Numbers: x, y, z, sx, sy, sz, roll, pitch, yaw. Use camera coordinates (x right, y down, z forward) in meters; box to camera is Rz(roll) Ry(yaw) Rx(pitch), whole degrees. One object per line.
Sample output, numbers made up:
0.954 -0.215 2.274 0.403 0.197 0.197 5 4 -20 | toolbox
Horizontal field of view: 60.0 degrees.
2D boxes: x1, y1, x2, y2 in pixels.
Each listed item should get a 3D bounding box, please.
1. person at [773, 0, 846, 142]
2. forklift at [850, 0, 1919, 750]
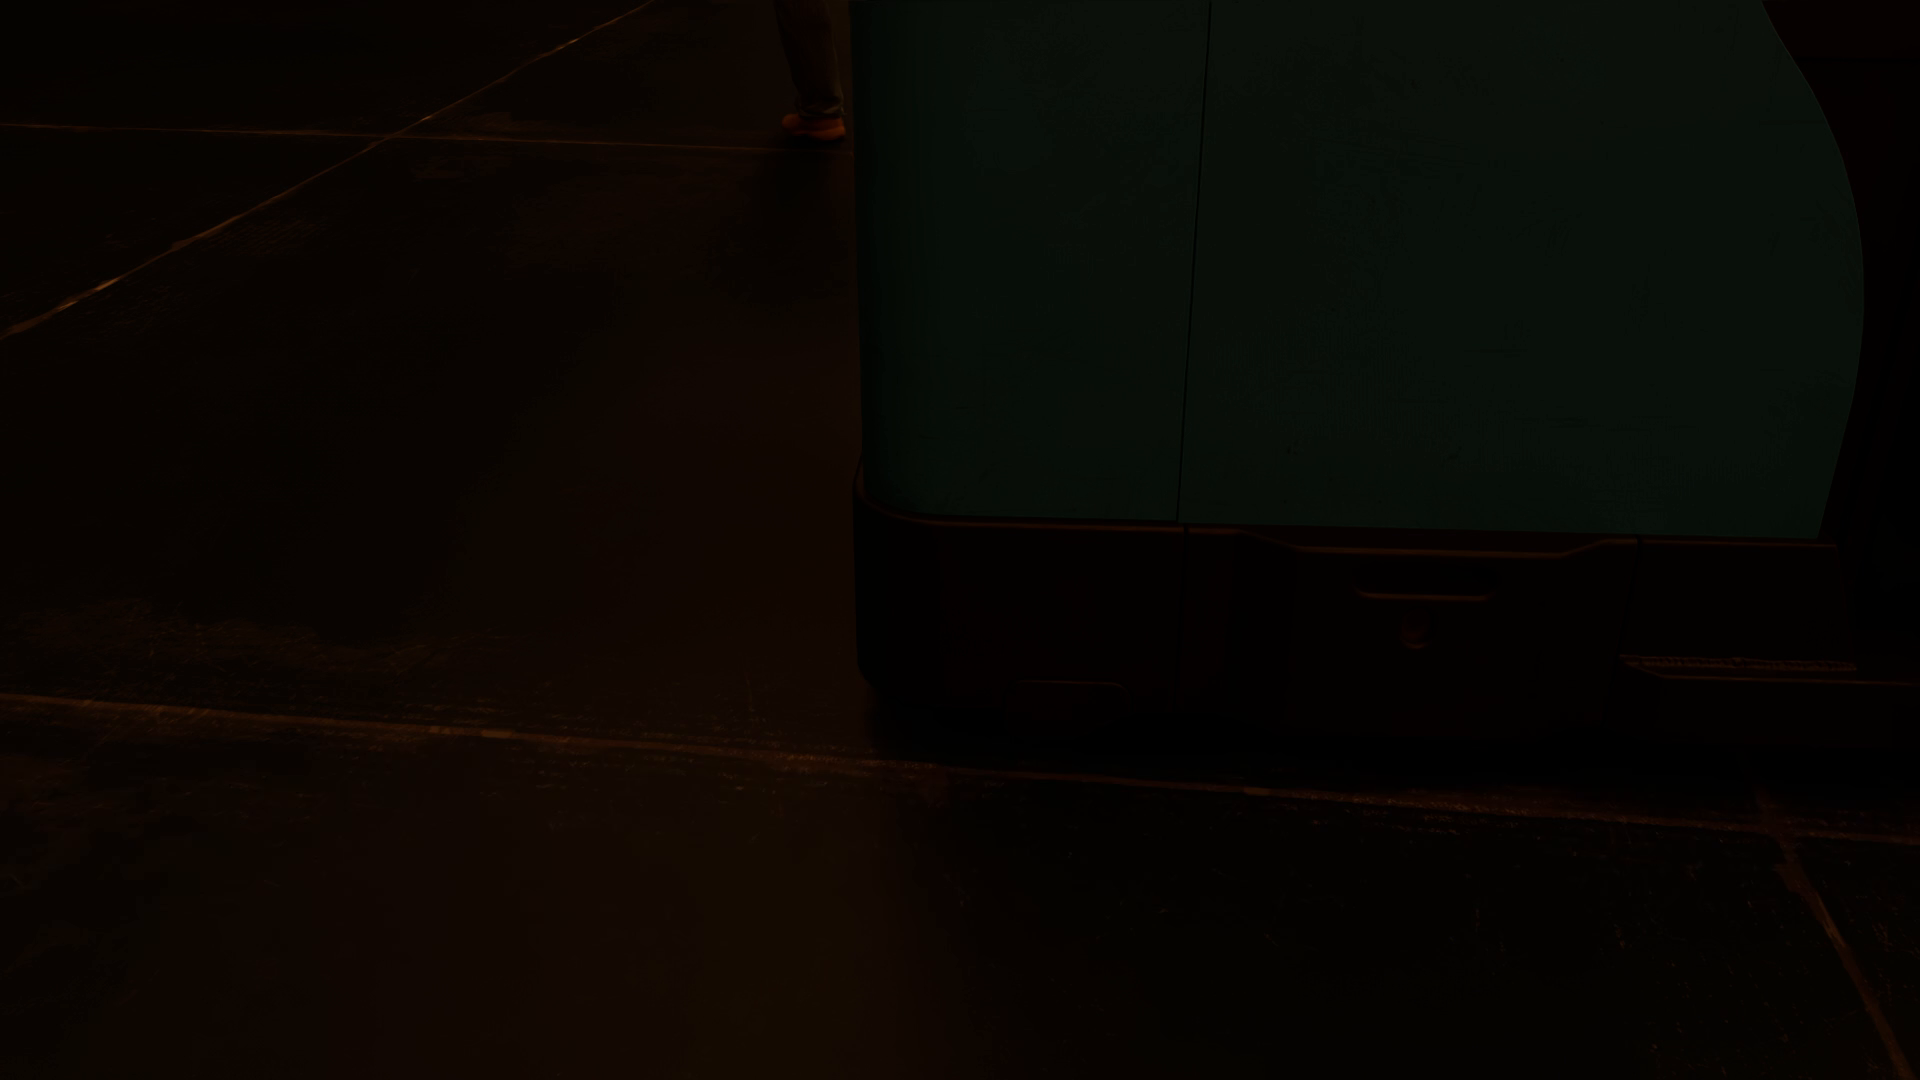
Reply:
-0.288 -1.819 4.304 0.594 1.685 0.940 -15 30 -27 | person
1.412 -1.249 1.720 3.031 2.935 1.130 1 27 3 | forklift
